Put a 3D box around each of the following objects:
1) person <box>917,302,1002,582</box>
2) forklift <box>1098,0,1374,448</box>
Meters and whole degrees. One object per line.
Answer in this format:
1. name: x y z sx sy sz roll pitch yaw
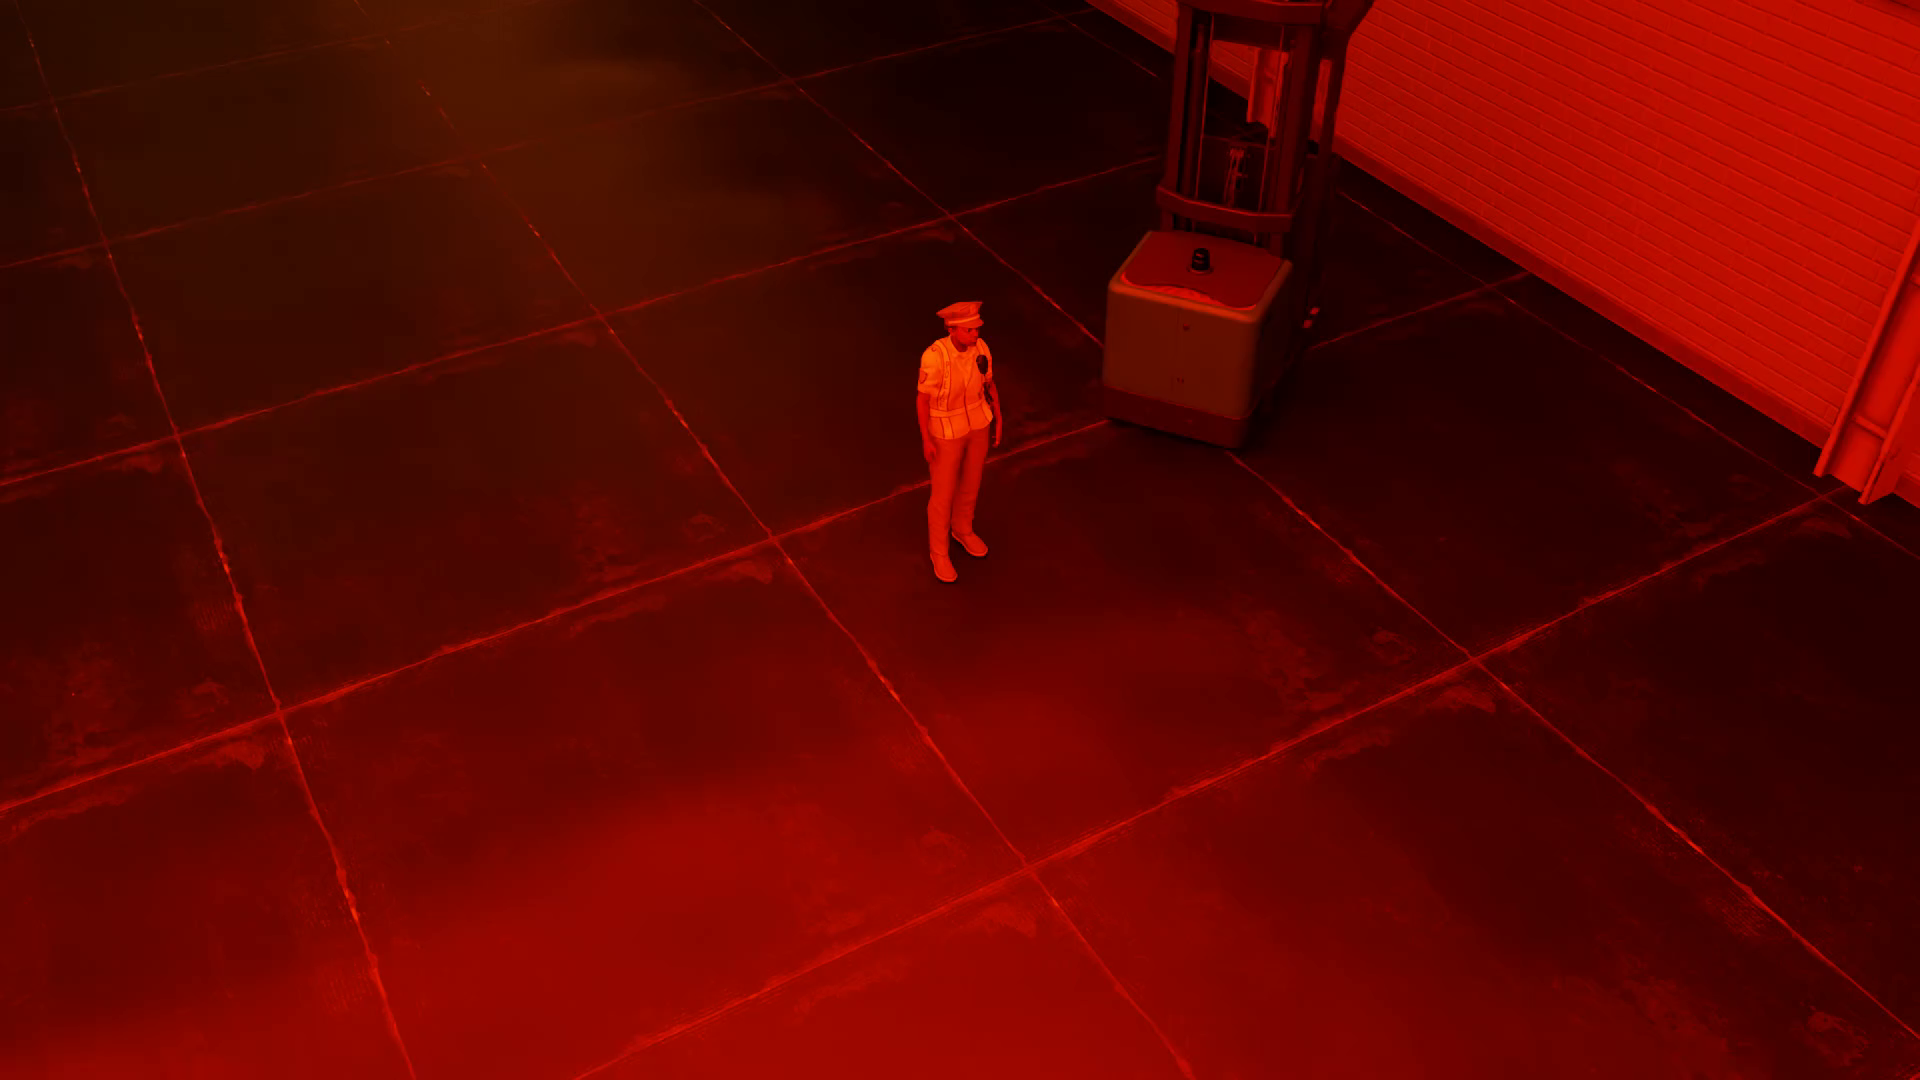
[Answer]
1. person: 0.020 -0.610 9.729 0.569 1.695 0.530 -20 44 -23
2. forklift: 2.015 -2.671 11.257 1.130 2.935 3.031 16 42 19
